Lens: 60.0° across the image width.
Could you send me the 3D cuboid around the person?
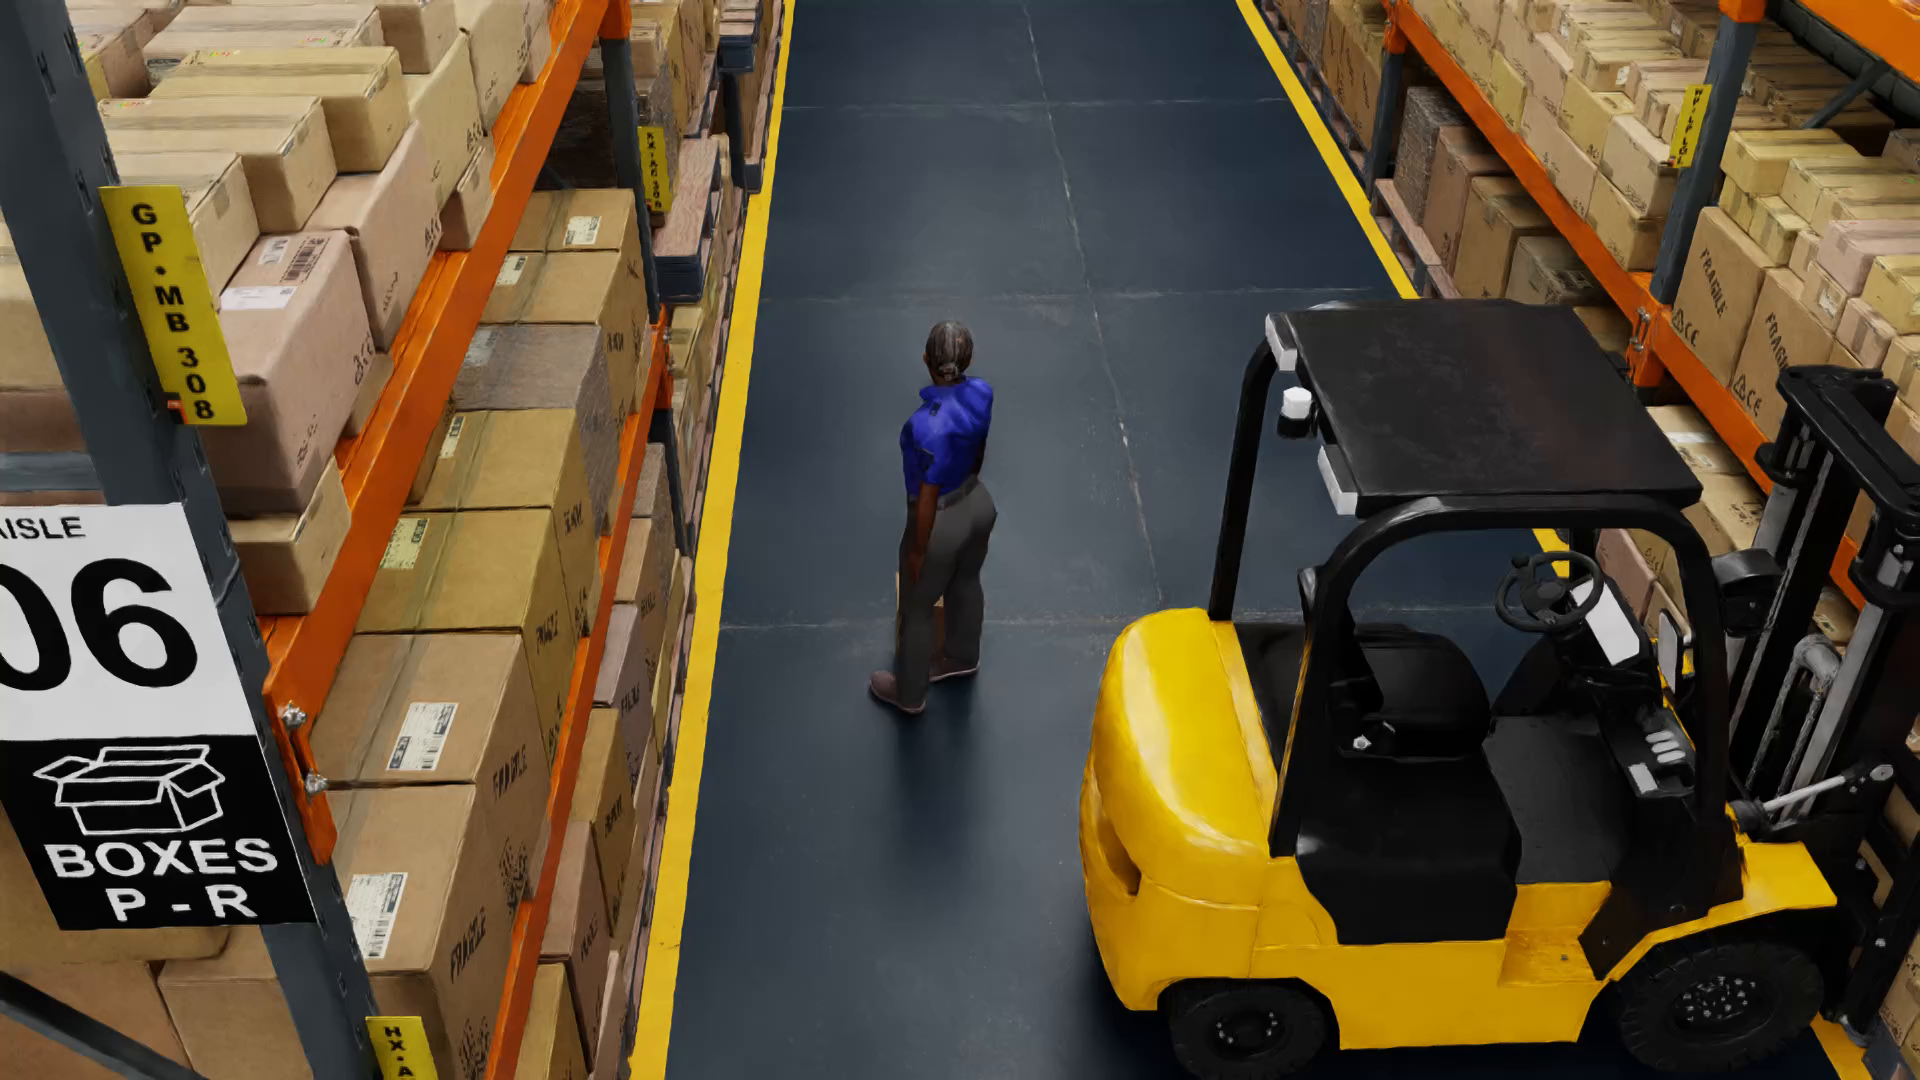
[{"bbox_3d":[-0.101,-0.092,6.259,0.438,1.662,0.476,22,41,27],"label":"person"}]
